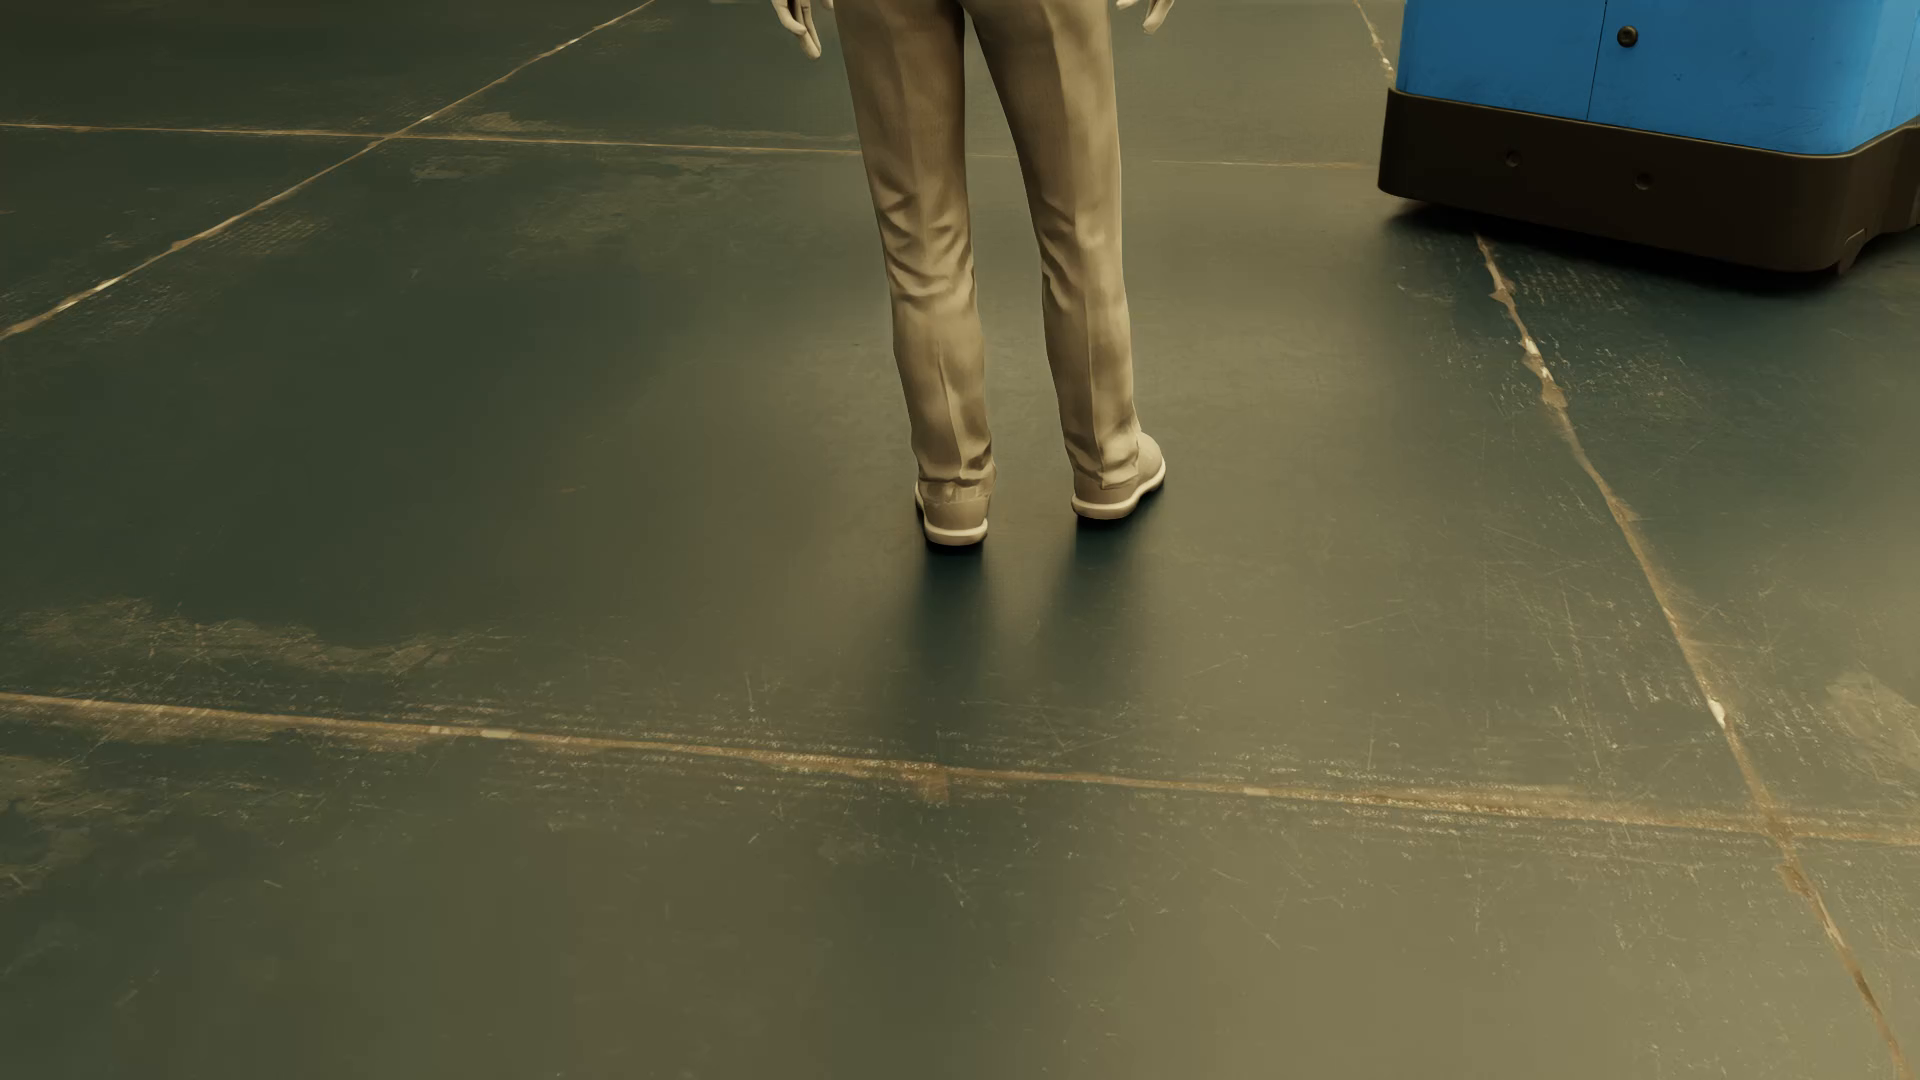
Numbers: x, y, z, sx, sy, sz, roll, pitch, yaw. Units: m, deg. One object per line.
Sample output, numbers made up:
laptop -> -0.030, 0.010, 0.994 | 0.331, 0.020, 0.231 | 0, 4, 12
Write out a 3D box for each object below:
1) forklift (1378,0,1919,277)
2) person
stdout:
forklift -> 2.392, -2.438, 4.103 | 1.130, 2.935, 3.031 | 23, 34, 38
person -> 0.016, -0.794, 2.178 | 0.586, 1.694, 0.531 | 3, 27, 7
